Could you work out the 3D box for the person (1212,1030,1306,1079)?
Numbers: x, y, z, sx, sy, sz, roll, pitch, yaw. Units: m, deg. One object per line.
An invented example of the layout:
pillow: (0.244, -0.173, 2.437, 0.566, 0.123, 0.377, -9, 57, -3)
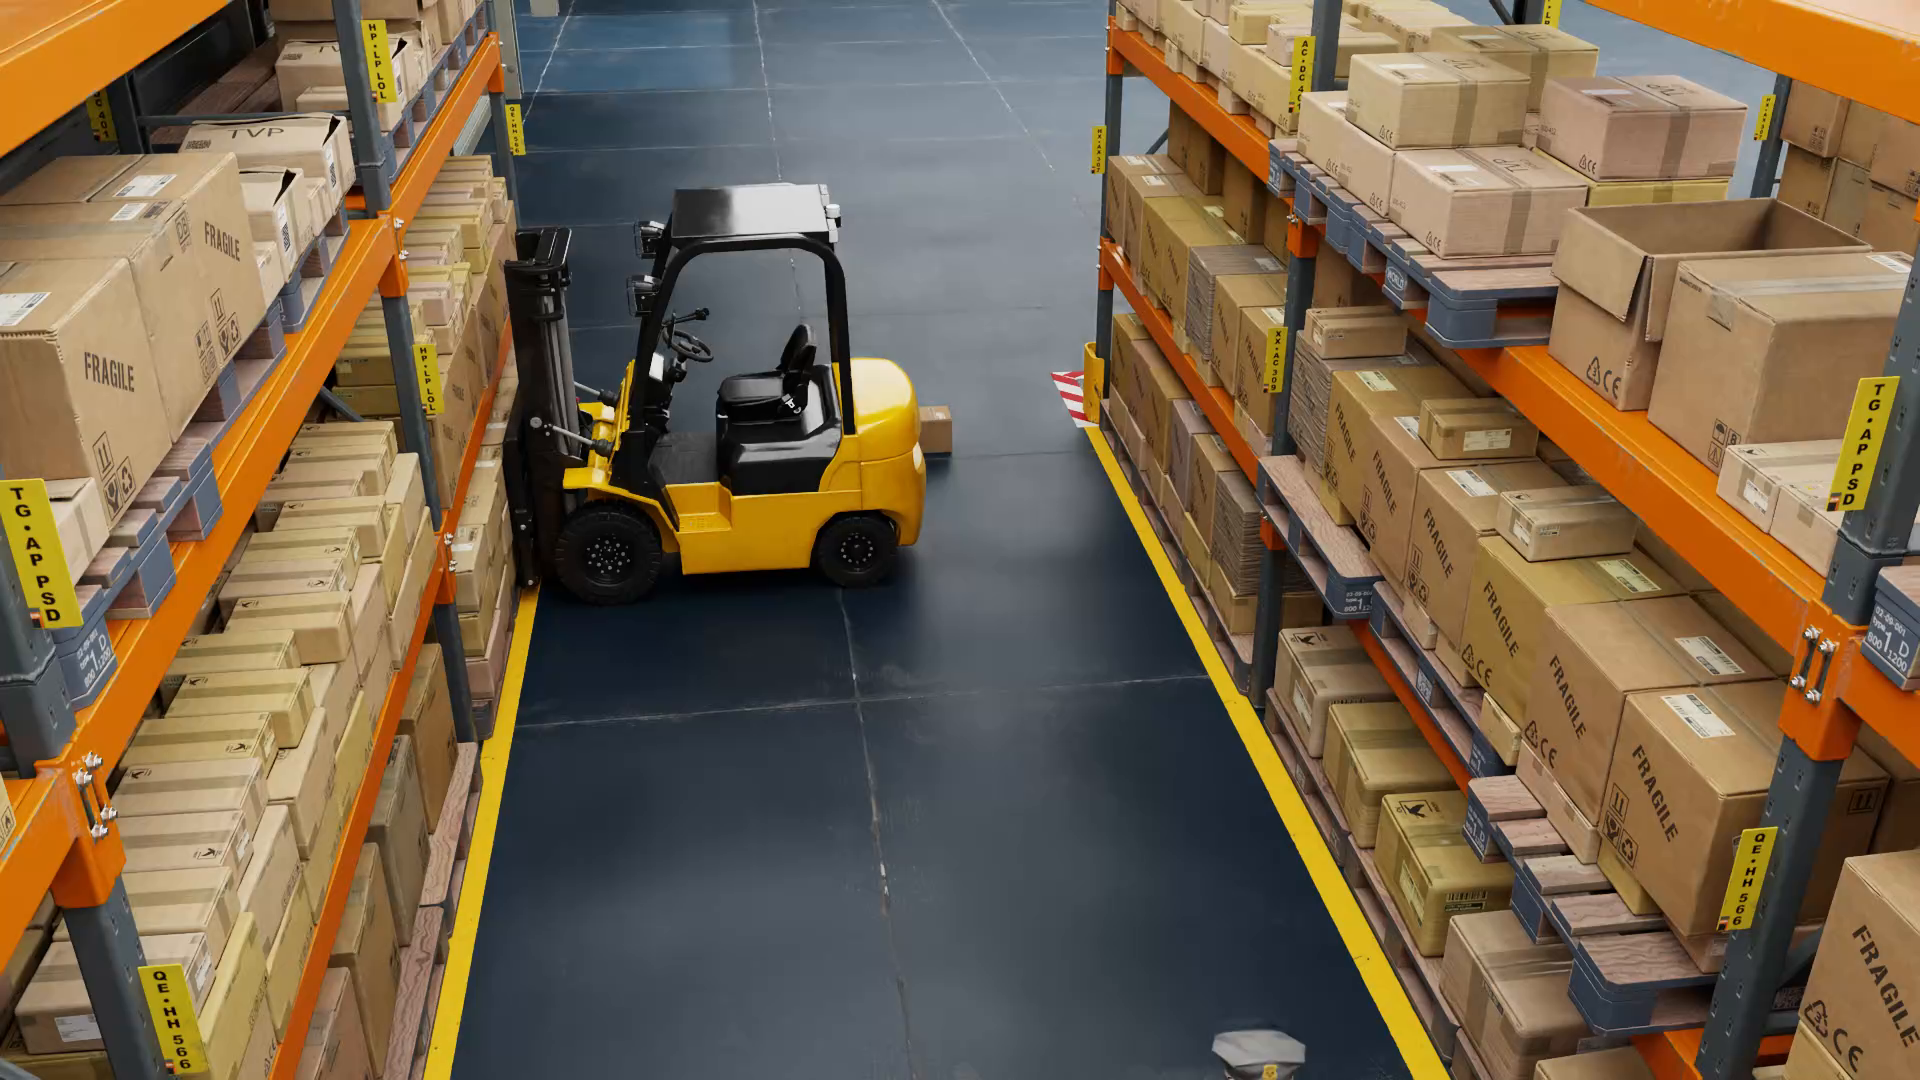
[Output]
person: (0.814, 2.037, 4.641, 0.496, 1.629, 1.013, -5, 28, -10)
